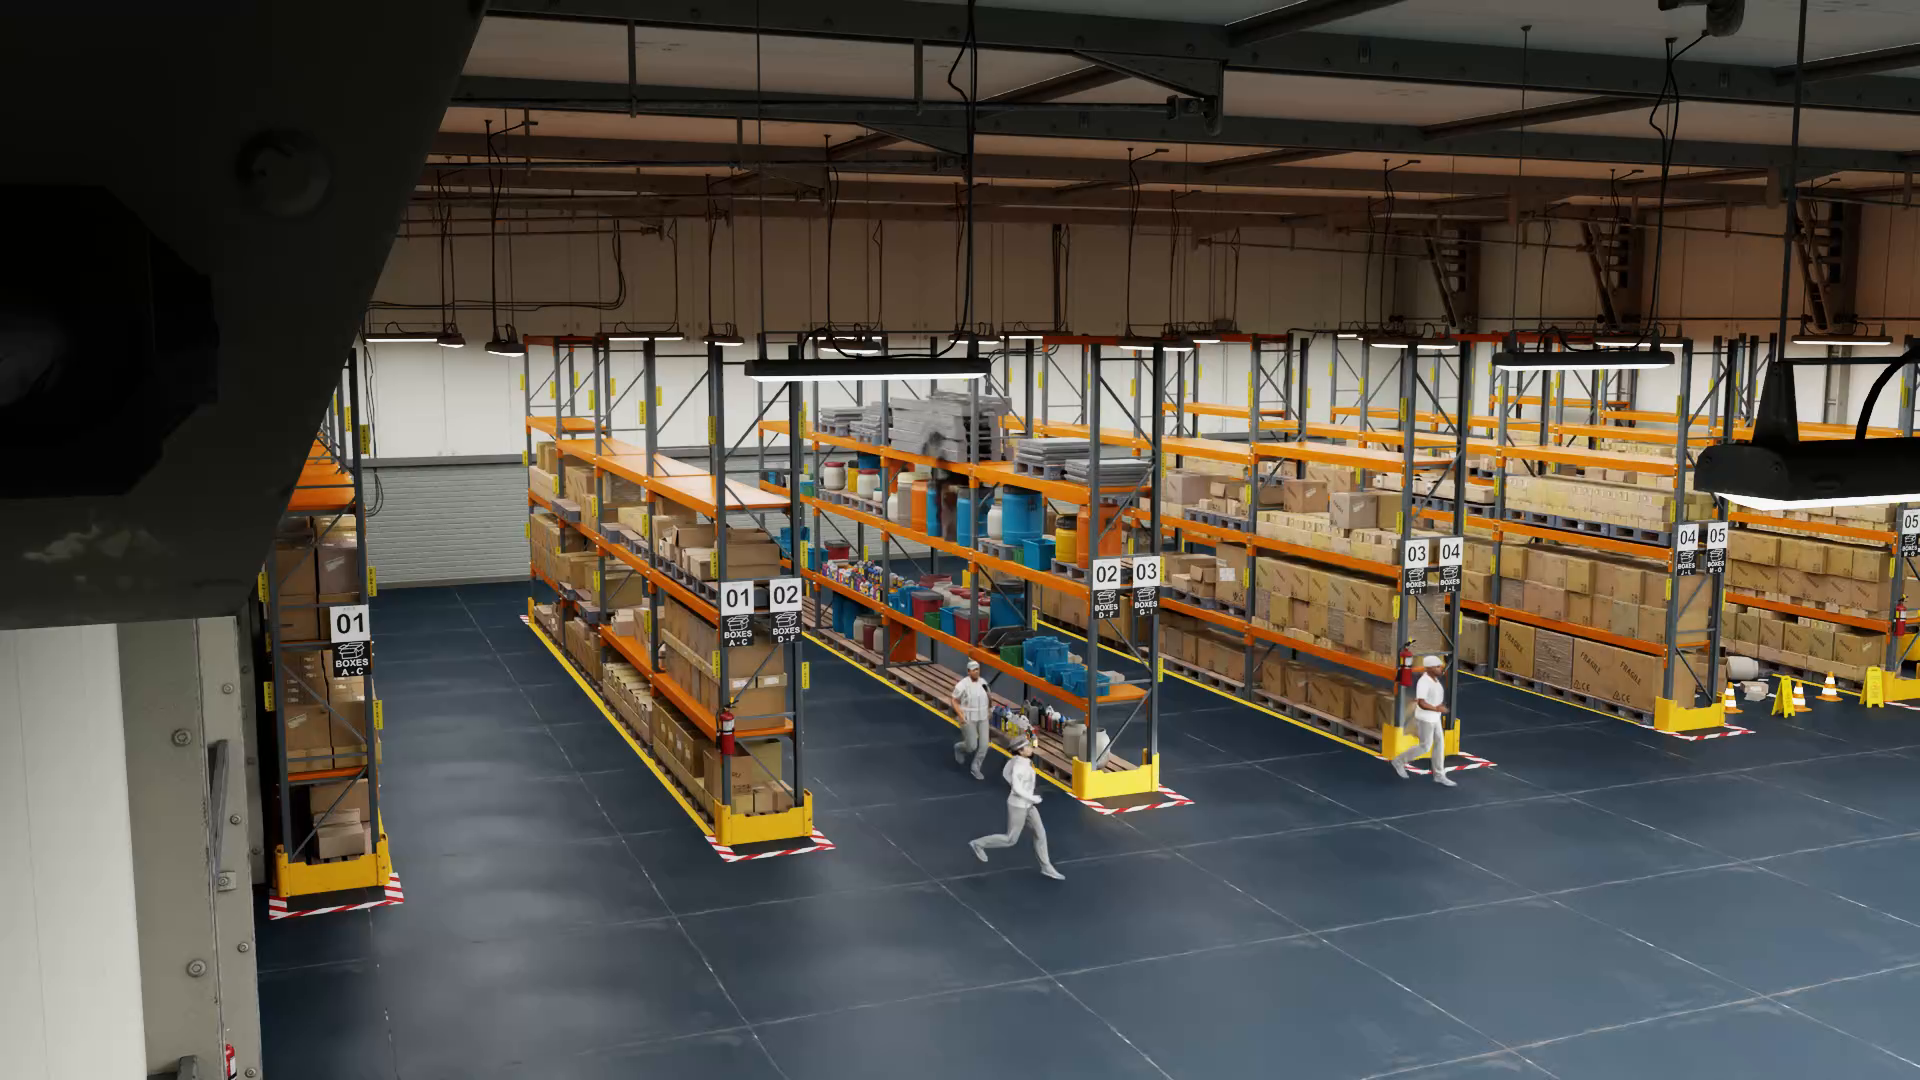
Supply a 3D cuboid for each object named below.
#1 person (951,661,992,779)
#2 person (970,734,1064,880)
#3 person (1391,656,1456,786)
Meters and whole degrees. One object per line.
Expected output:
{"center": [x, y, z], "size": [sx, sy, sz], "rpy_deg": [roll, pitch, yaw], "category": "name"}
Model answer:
{"center": [0.176, 2.477, 23.124], "size": [0.614, 1.631, 0.575], "rpy_deg": [-4, 8, -25], "category": "person"}
{"center": [0.652, 3.027, 18.838], "size": [1.069, 1.691, 0.587], "rpy_deg": [2, 8, 12], "category": "person"}
{"center": [6.367, 2.447, 22.700], "size": [0.861, 1.778, 0.727], "rpy_deg": [4, 9, 30], "category": "person"}
